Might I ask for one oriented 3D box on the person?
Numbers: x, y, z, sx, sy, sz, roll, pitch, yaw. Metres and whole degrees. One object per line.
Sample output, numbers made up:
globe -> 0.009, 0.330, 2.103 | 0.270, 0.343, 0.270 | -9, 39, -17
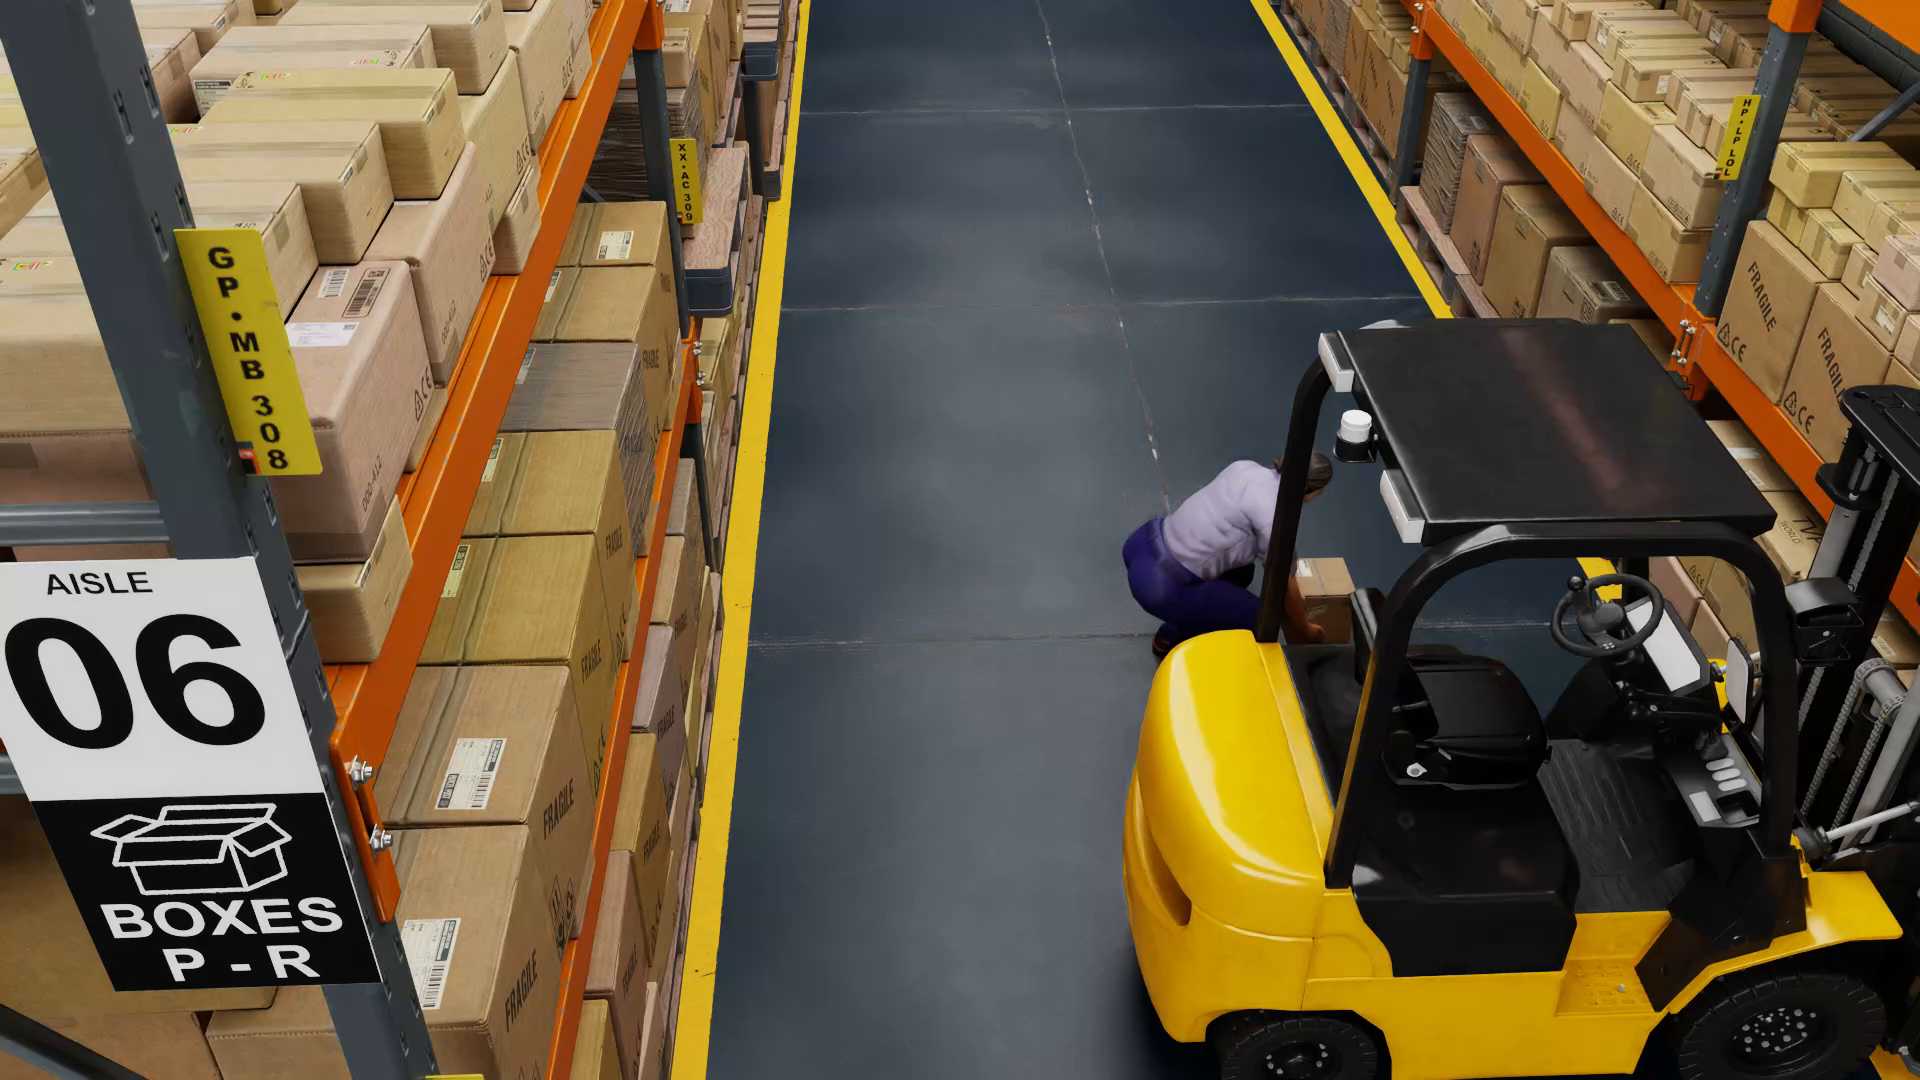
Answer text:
person -> 1.045, 0.103, 6.567 | 0.803, 1.013, 0.529 | -2, 35, -2
